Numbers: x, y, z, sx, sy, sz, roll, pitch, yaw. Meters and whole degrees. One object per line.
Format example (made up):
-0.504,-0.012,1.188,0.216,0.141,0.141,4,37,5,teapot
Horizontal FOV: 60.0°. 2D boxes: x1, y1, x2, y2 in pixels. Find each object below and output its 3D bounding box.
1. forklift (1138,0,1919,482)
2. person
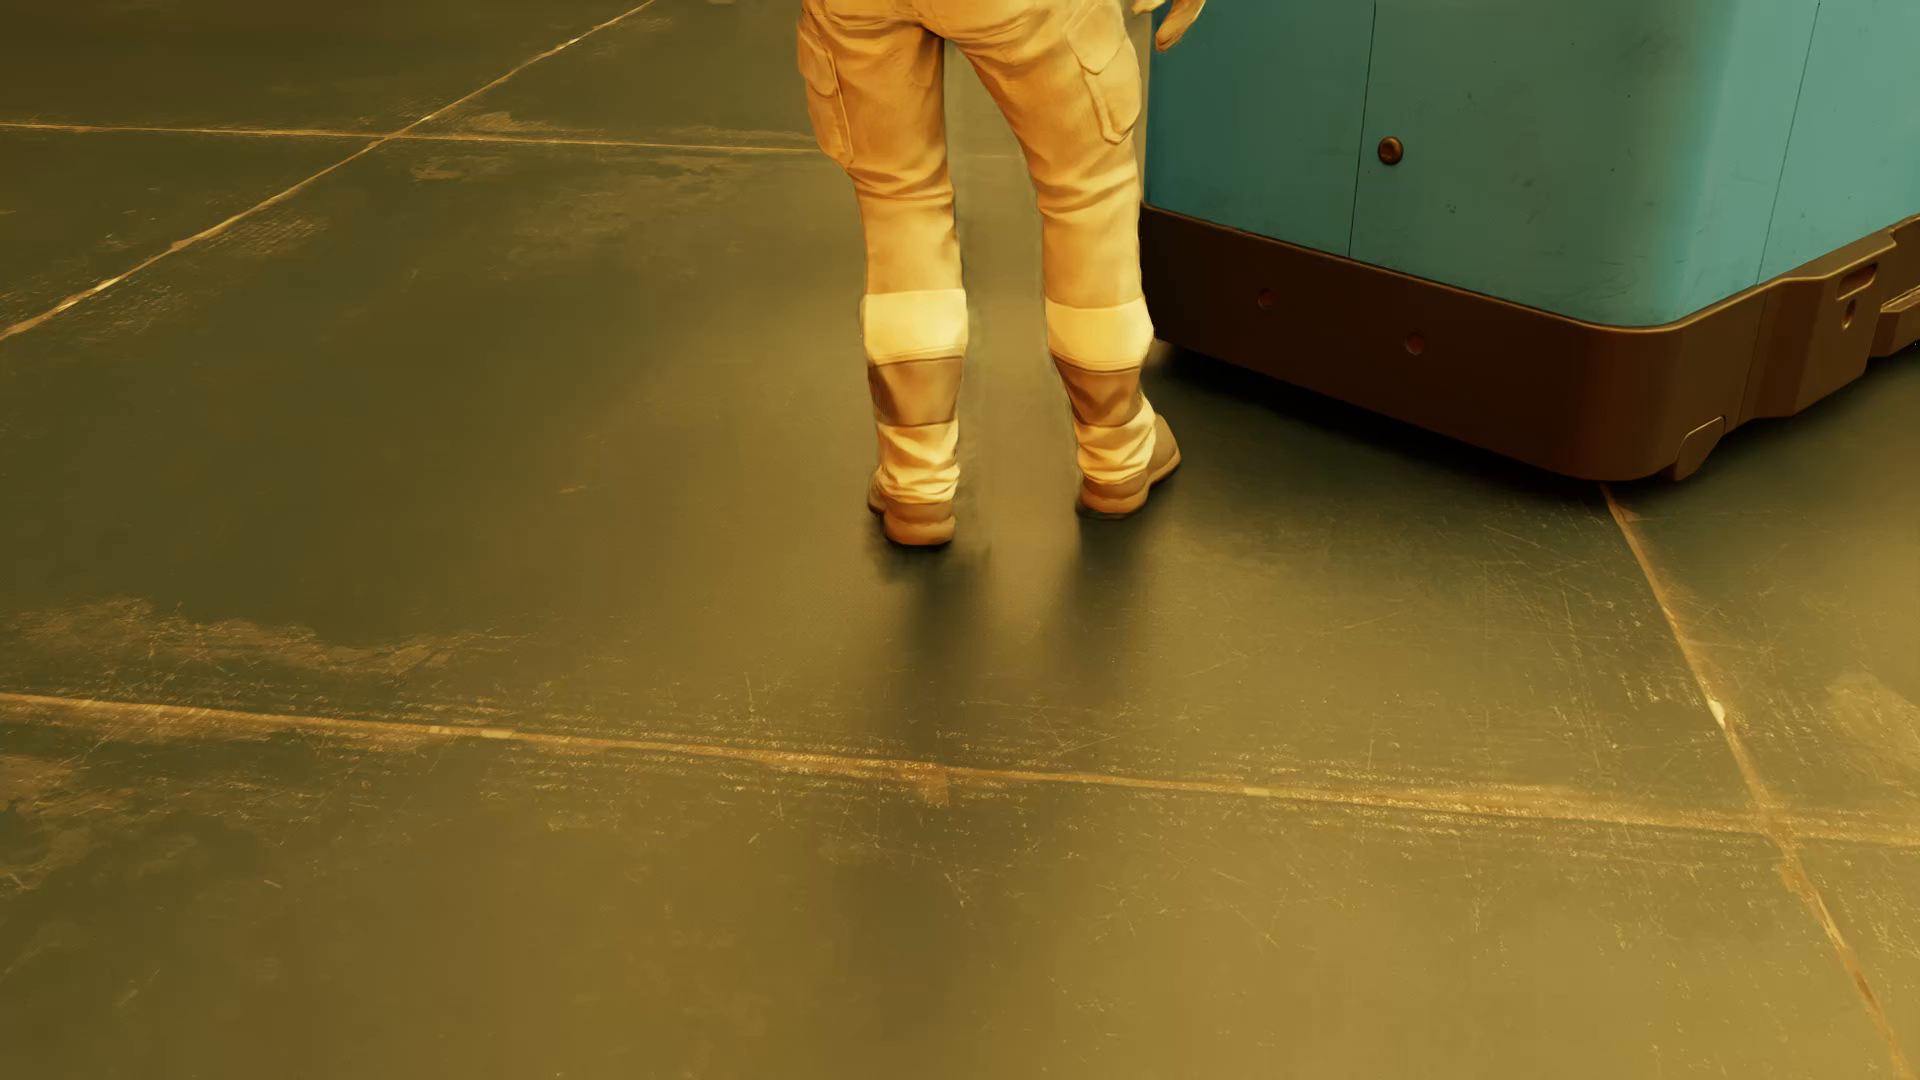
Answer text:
1.755,-1.941,3.107,3.031,2.935,1.130,-22,34,-37,forklift
0.001,-0.848,2.247,0.710,1.763,0.576,6,27,11,person
